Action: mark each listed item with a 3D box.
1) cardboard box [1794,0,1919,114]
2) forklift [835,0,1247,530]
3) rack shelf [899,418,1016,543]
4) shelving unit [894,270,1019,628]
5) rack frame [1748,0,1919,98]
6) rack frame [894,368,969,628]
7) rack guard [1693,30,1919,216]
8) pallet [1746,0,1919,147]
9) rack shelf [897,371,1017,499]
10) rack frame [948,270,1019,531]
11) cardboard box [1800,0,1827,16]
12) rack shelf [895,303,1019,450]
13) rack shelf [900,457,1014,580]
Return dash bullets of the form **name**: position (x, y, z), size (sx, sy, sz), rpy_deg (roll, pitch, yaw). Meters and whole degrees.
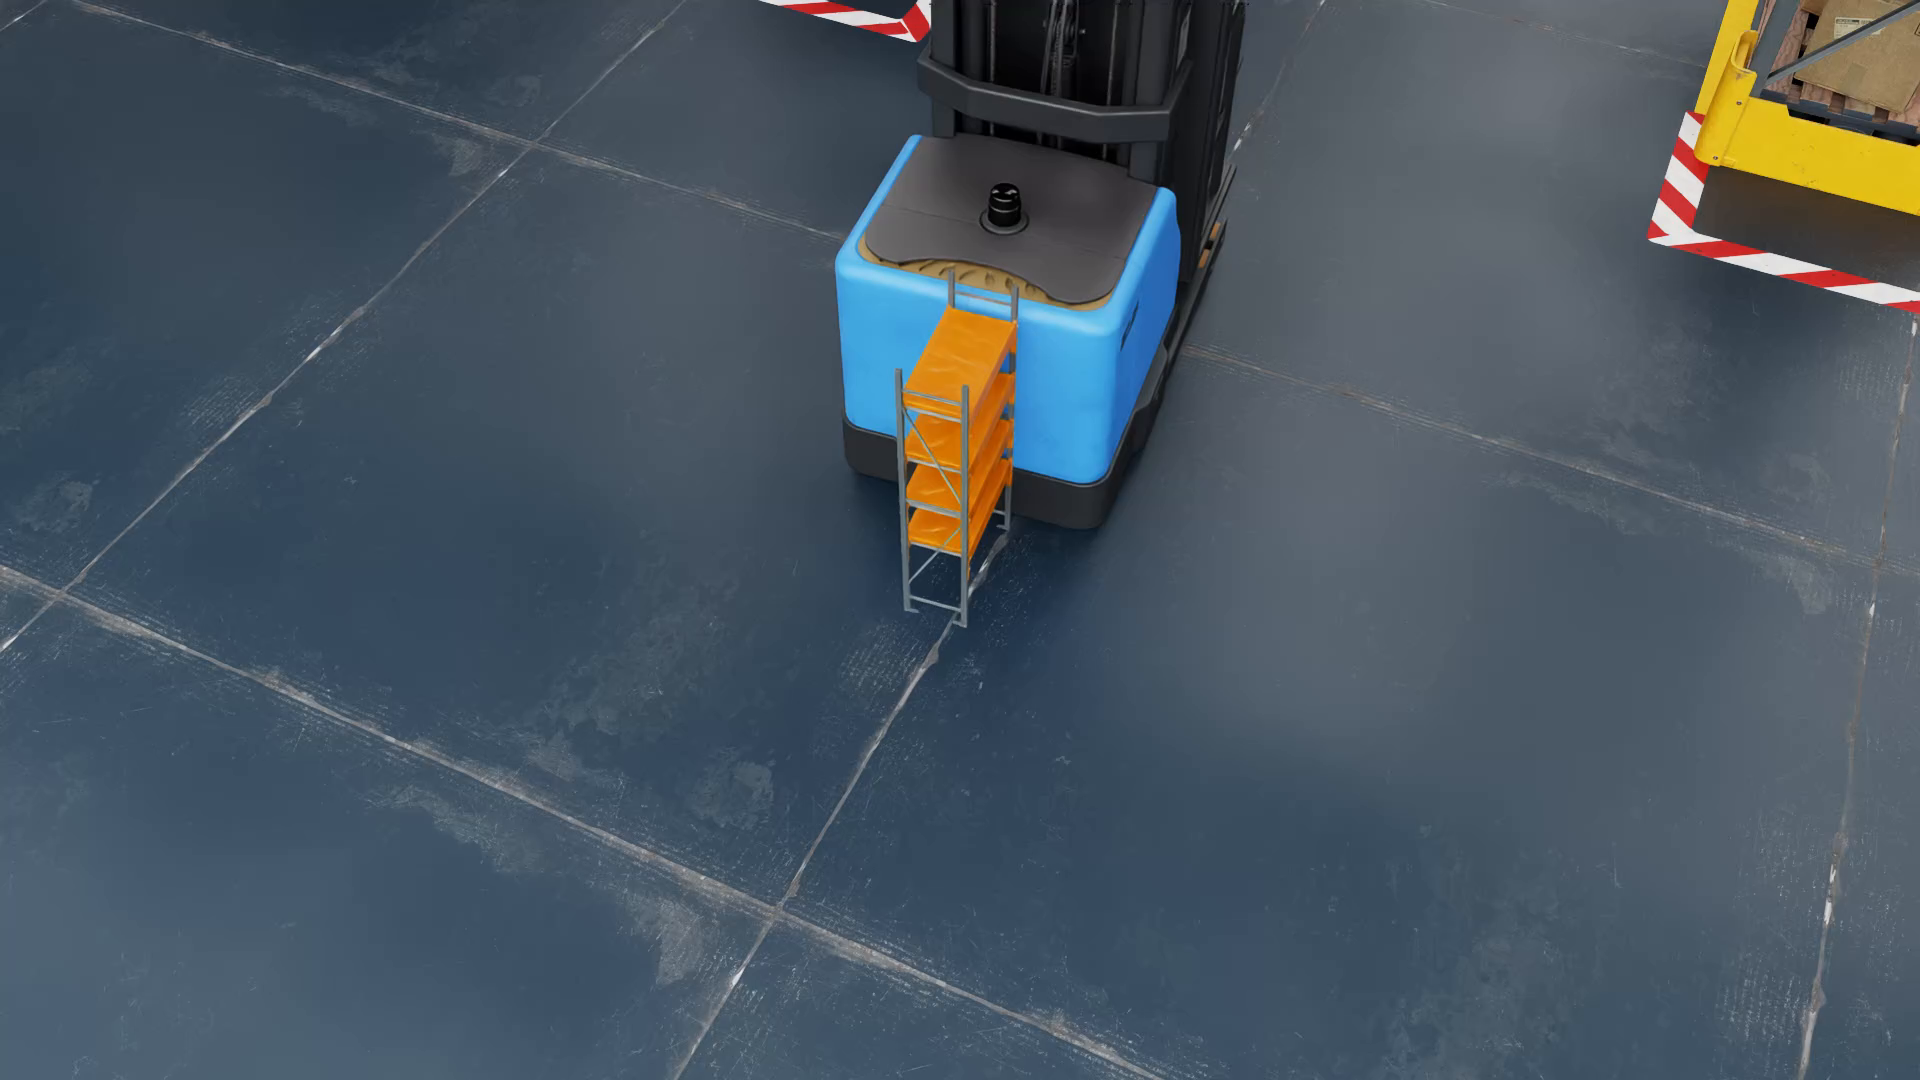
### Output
- **cardboard box**: position (4.266, -2.375, 7.667), size (0.500, 0.500, 0.500), rpy_deg (29, 55, 22)
- **forklift**: position (0.525, -2.139, 6.145), size (1.130, 2.935, 3.031), rpy_deg (15, 51, 12)
- **rack shelf**: position (-0.006, -0.239, 5.754), size (0.258, 0.148, 0.480), rpy_deg (15, 51, 12)
- **shelving unit**: position (-0.006, -0.283, 5.703), size (0.258, 1.200, 0.503), rpy_deg (15, 51, 12)
- **rack frame**: position (3.984, -2.625, 6.514), size (1.000, 3.000, 0.127), rpy_deg (20, 52, 16)
- **rack frame**: position (-0.087, -0.108, 5.554), size (0.240, 1.200, 0.015), rpy_deg (15, 51, 12)
- **rack guard**: position (4.016, -1.867, 7.510), size (1.175, 0.500, 0.348), rpy_deg (20, 52, 16)
- **pallet**: position (4.395, -2.321, 8.087), size (1.003, 0.211, 1.213), rpy_deg (20, 52, 16)
- **rack shelf**: position (-0.006, -0.384, 5.584), size (0.258, 0.148, 0.480), rpy_deg (15, 51, 12)
- **rack frame**: position (0.076, -0.458, 5.852), size (0.240, 1.200, 0.015), rpy_deg (15, 51, 12)
- **cardboard box**: position (4.490, -2.798, 8.027), size (0.500, 0.500, 0.500), rpy_deg (33, 57, 25)
- **rack shelf**: position (-0.006, -0.538, 5.404), size (0.258, 0.148, 0.480), rpy_deg (15, 51, 12)
- **rack shelf**: position (-0.006, -0.111, 5.906), size (0.258, 0.148, 0.480), rpy_deg (15, 51, 12)
